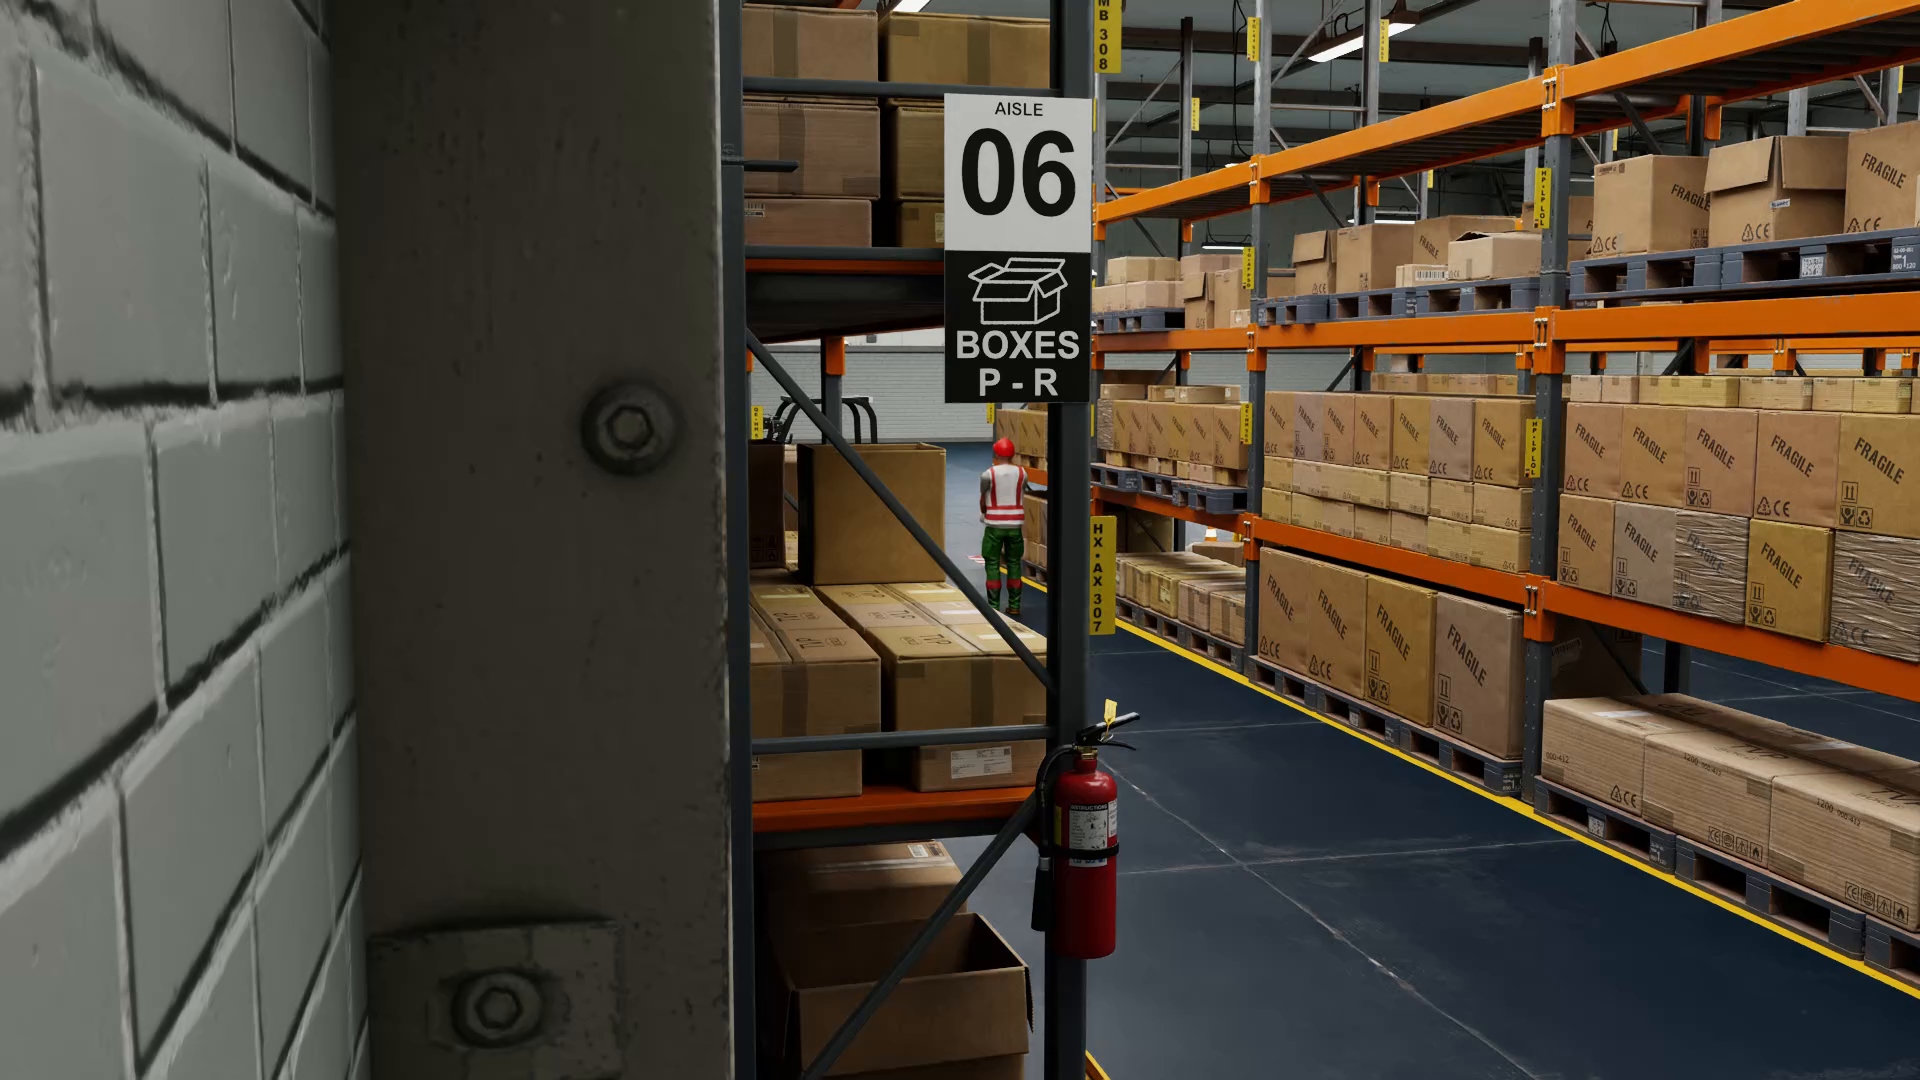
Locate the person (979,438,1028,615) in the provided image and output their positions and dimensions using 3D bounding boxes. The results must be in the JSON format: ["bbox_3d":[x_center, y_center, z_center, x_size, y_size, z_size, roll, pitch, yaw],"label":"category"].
[{"bbox_3d":[0.410,-0.142,16.728,0.497,1.785,0.561,-1,6,-14],"label":"person"}]
